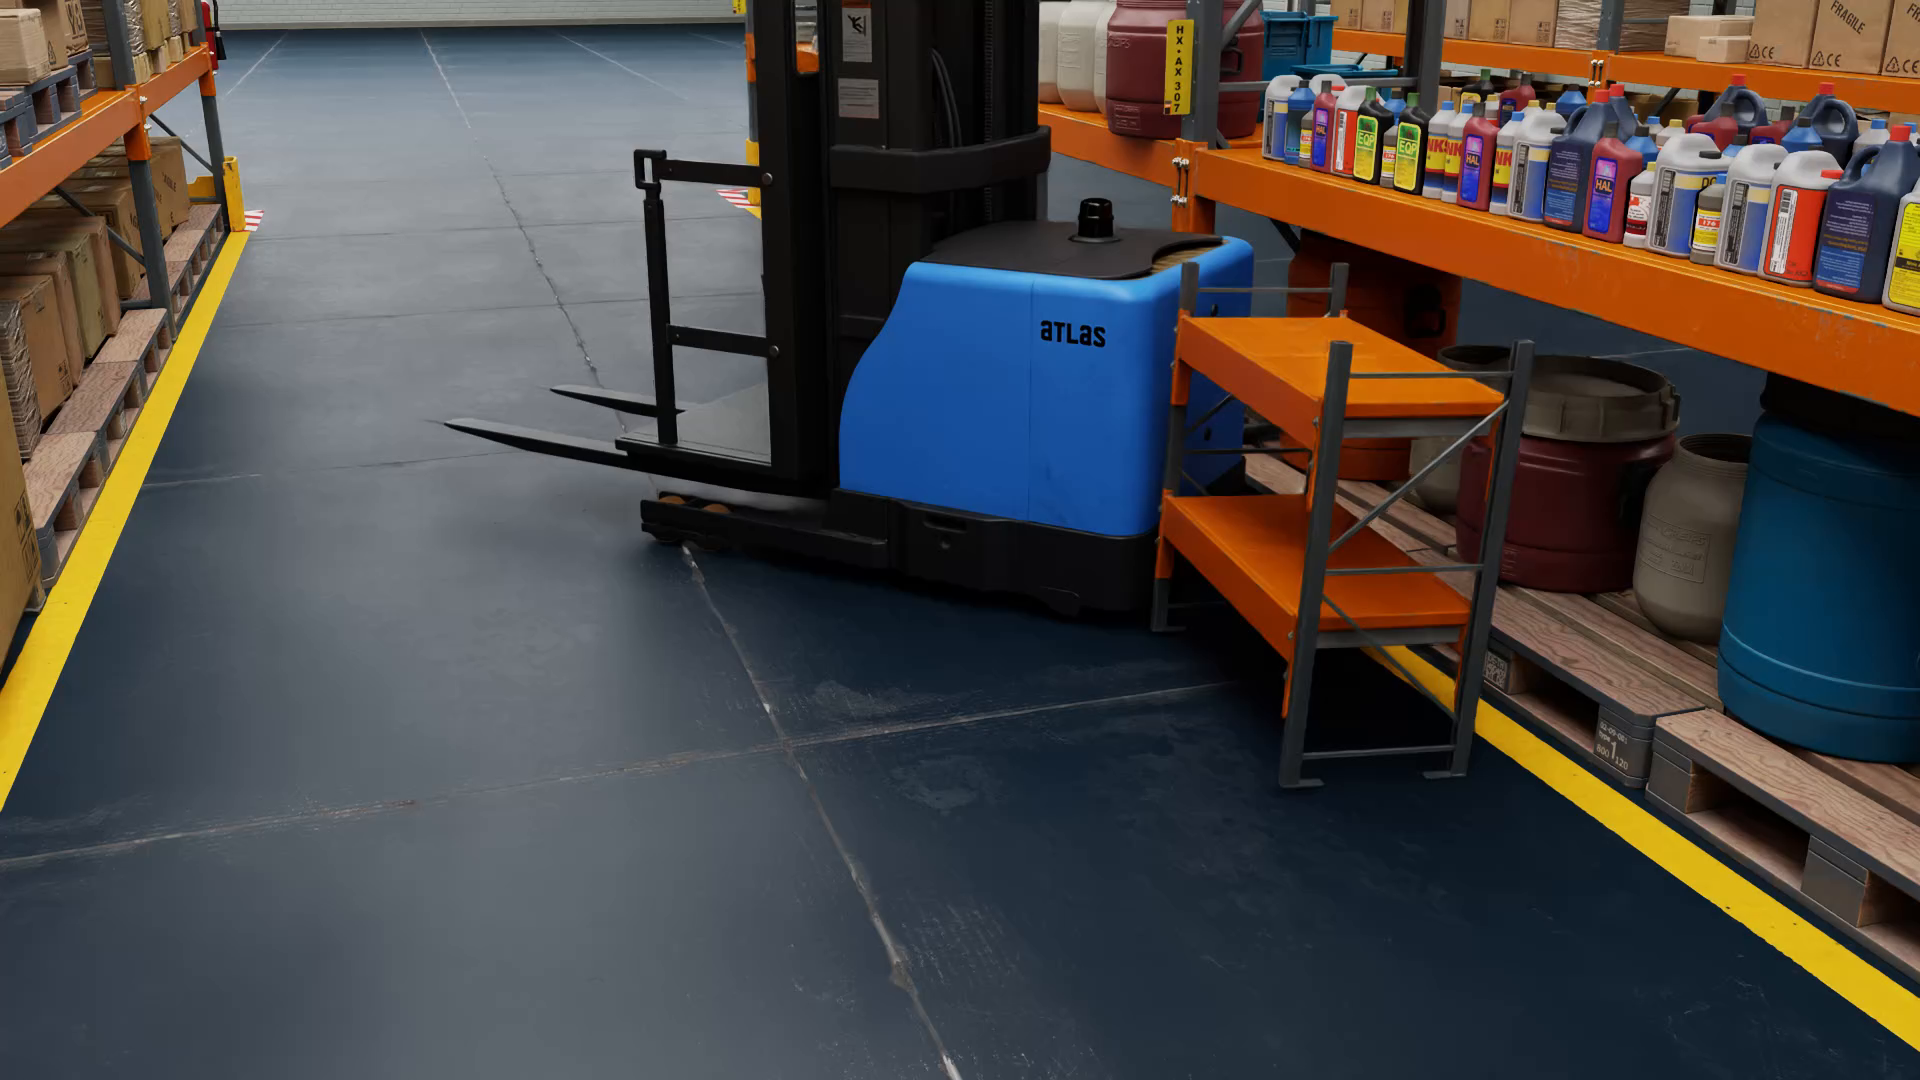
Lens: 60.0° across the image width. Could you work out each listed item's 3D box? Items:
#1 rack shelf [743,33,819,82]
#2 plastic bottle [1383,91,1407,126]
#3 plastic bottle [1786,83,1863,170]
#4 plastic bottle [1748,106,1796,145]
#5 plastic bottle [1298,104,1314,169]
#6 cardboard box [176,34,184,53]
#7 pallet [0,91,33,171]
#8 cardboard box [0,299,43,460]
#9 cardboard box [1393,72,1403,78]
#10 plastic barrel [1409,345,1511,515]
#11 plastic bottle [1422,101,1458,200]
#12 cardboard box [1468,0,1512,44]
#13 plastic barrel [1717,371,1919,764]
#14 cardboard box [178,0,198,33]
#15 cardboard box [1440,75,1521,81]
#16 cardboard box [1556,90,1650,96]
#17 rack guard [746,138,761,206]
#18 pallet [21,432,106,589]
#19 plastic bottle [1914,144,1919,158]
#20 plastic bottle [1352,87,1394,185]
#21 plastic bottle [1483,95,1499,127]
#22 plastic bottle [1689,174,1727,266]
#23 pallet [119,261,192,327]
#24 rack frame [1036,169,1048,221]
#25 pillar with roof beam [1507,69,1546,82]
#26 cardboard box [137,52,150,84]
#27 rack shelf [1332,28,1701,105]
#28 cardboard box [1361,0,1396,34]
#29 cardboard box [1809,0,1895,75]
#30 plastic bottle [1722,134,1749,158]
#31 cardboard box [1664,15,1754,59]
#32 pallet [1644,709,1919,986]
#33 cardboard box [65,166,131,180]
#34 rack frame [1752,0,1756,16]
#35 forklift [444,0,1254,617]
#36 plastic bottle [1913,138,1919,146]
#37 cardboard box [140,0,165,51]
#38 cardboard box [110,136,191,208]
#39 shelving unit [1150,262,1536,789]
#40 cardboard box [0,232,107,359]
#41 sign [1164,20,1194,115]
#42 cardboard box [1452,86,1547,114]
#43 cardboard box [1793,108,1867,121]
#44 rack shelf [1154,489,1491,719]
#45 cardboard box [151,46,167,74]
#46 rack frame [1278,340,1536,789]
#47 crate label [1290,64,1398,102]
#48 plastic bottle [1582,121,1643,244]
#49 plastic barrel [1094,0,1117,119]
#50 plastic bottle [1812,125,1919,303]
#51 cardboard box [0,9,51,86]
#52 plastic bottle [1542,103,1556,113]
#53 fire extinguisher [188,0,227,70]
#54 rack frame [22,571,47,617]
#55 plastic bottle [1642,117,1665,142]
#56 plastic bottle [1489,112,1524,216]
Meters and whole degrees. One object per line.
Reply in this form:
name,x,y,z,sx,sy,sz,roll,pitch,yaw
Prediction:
rack shelf,-0.586,-3.255,11.604,1.077,0.370,4.000,-6,21,-17
plastic bottle,1.342,-1.252,5.155,0.097,0.271,0.097,0,20,0
plastic bottle,2.301,-1.036,4.435,0.144,0.351,0.185,-6,21,-17
plastic bottle,2.233,-1.053,4.583,0.061,0.283,0.133,-6,21,-17
plastic bottle,1.170,-1.330,5.475,0.097,0.201,0.097,0,20,0
cardboard box,-5.362,-3.284,10.994,0.380,0.149,0.250,-6,21,-17
pallet,-3.727,-1.269,5.295,1.213,0.211,1.003,-6,21,-17
cardboard box,-3.818,-0.562,6.090,0.700,0.500,0.500,-8,21,-22
cardboard box,3.605,-3.661,14.008,0.500,0.500,0.500,-6,21,-17
plastic barrel,1.732,-0.368,5.562,0.421,0.512,0.421,0,20,0
plastic bottle,1.399,-1.128,4.811,0.097,0.271,0.097,0,20,0
cardboard box,4.274,-3.995,12.454,0.700,0.500,0.500,-6,21,-16
plastic barrel,2.179,0.002,3.956,0.600,0.901,0.708,-6,21,-17
cardboard box,-5.499,-3.569,10.827,0.875,0.500,0.500,-6,21,-17
cardboard box,4.268,-3.557,13.718,0.500,0.500,0.500,-6,21,-17
cardboard box,4.733,-3.075,12.376,0.500,0.500,0.500,-6,21,-17
rack guard,-1.146,-3.039,13.638,1.175,0.500,0.348,-6,21,-17
pallet,-3.647,-0.080,5.827,1.003,0.211,1.213,-6,21,-17
plastic bottle,2.036,-0.696,3.489,0.144,0.351,0.185,-6,21,-17
plastic bottle,1.273,-1.243,5.113,0.061,0.283,0.133,-6,21,-17
plastic bottle,1.851,-1.451,5.812,0.097,0.201,0.097,0,20,0
plastic bottle,1.748,-0.739,3.831,0.097,0.201,0.097,0,20,0
pallet,-4.904,-1.325,9.292,1.003,0.211,1.213,-6,21,-17
rack frame,0.042,-2.951,9.696,1.000,3.000,0.127,-6,21,-17
pillar with roof beam,3.259,-9.446,18.904,9.100,9.000,0.400,-6,21,-17
cardboard box,-4.508,-2.489,8.782,0.380,0.149,0.250,-6,21,-17
rack shelf,4.117,-3.780,13.066,1.077,0.370,4.000,-6,21,-17
cardboard box,3.793,-4.488,13.826,0.700,0.500,0.500,-6,21,-16
cardboard box,5.295,-2.946,9.532,0.500,0.500,0.500,-6,21,-17
plastic bottle,1.850,-0.832,3.985,0.097,0.271,0.097,0,20,0
cardboard box,4.942,-3.252,10.756,0.500,0.250,0.500,-5,20,-14
pallet,2.354,0.676,3.722,1.003,0.211,1.213,-6,21,-17
cardboard box,-5.204,-1.953,9.993,0.500,0.500,0.500,-8,21,-22
rack frame,8.190,-5.288,16.200,1.000,3.000,0.127,-6,21,-17
forklift,-0.545,-1.481,5.704,3.031,2.935,1.130,11,22,27
plastic bottle,2.409,-0.886,4.130,0.152,0.276,0.135,-6,21,-17
cardboard box,-4.866,-2.927,9.041,0.875,0.500,0.500,-6,21,-17
cardboard box,-5.736,-2.528,11.593,0.500,0.500,0.500,-3,20,-7
shelving unit,0.959,-0.093,4.475,0.538,1.125,1.048,-2,20,-12
cardboard box,-4.355,-1.101,7.592,0.700,0.500,0.500,-7,21,-18
sign,0.780,-1.684,5.926,0.100,0.325,0.005,-6,21,-17
cardboard box,4.086,-3.180,12.670,0.500,0.500,0.500,-6,21,-17
cardboard box,8.322,-3.998,15.936,0.500,0.311,0.500,-9,22,-23
rack shelf,0.948,0.137,4.555,0.538,0.278,1.000,-2,20,-12
cardboard box,-4.740,-2.731,9.453,0.380,0.149,0.250,-6,21,-17
rack frame,1.065,0.075,4.007,0.500,1.125,0.032,-2,20,-12
crate label,1.523,-1.764,6.638,0.303,0.233,0.416,-6,21,-17
plastic bottle,1.621,-0.887,4.122,0.061,0.283,0.133,-6,21,-17
plastic barrel,0.773,-2.028,6.959,0.421,0.512,0.421,0,20,0
plastic bottle,1.899,-0.680,3.446,0.144,0.351,0.185,-6,21,-17
cardboard box,-3.711,-1.831,6.177,0.500,0.250,0.500,-7,21,-19
plastic bottle,1.954,-1.345,5.519,0.097,0.201,0.097,0,20,0
fire extinguisher,-5.515,-3.758,12.056,0.296,0.674,0.183,-6,21,-17
rack frame,-3.402,-1.141,4.657,1.000,3.000,0.127,-6,21,-17
plastic bottle,2.107,-1.189,5.084,0.097,0.201,0.097,0,20,0
plastic bottle,1.502,-1.023,4.518,0.097,0.271,0.097,0,20,0
